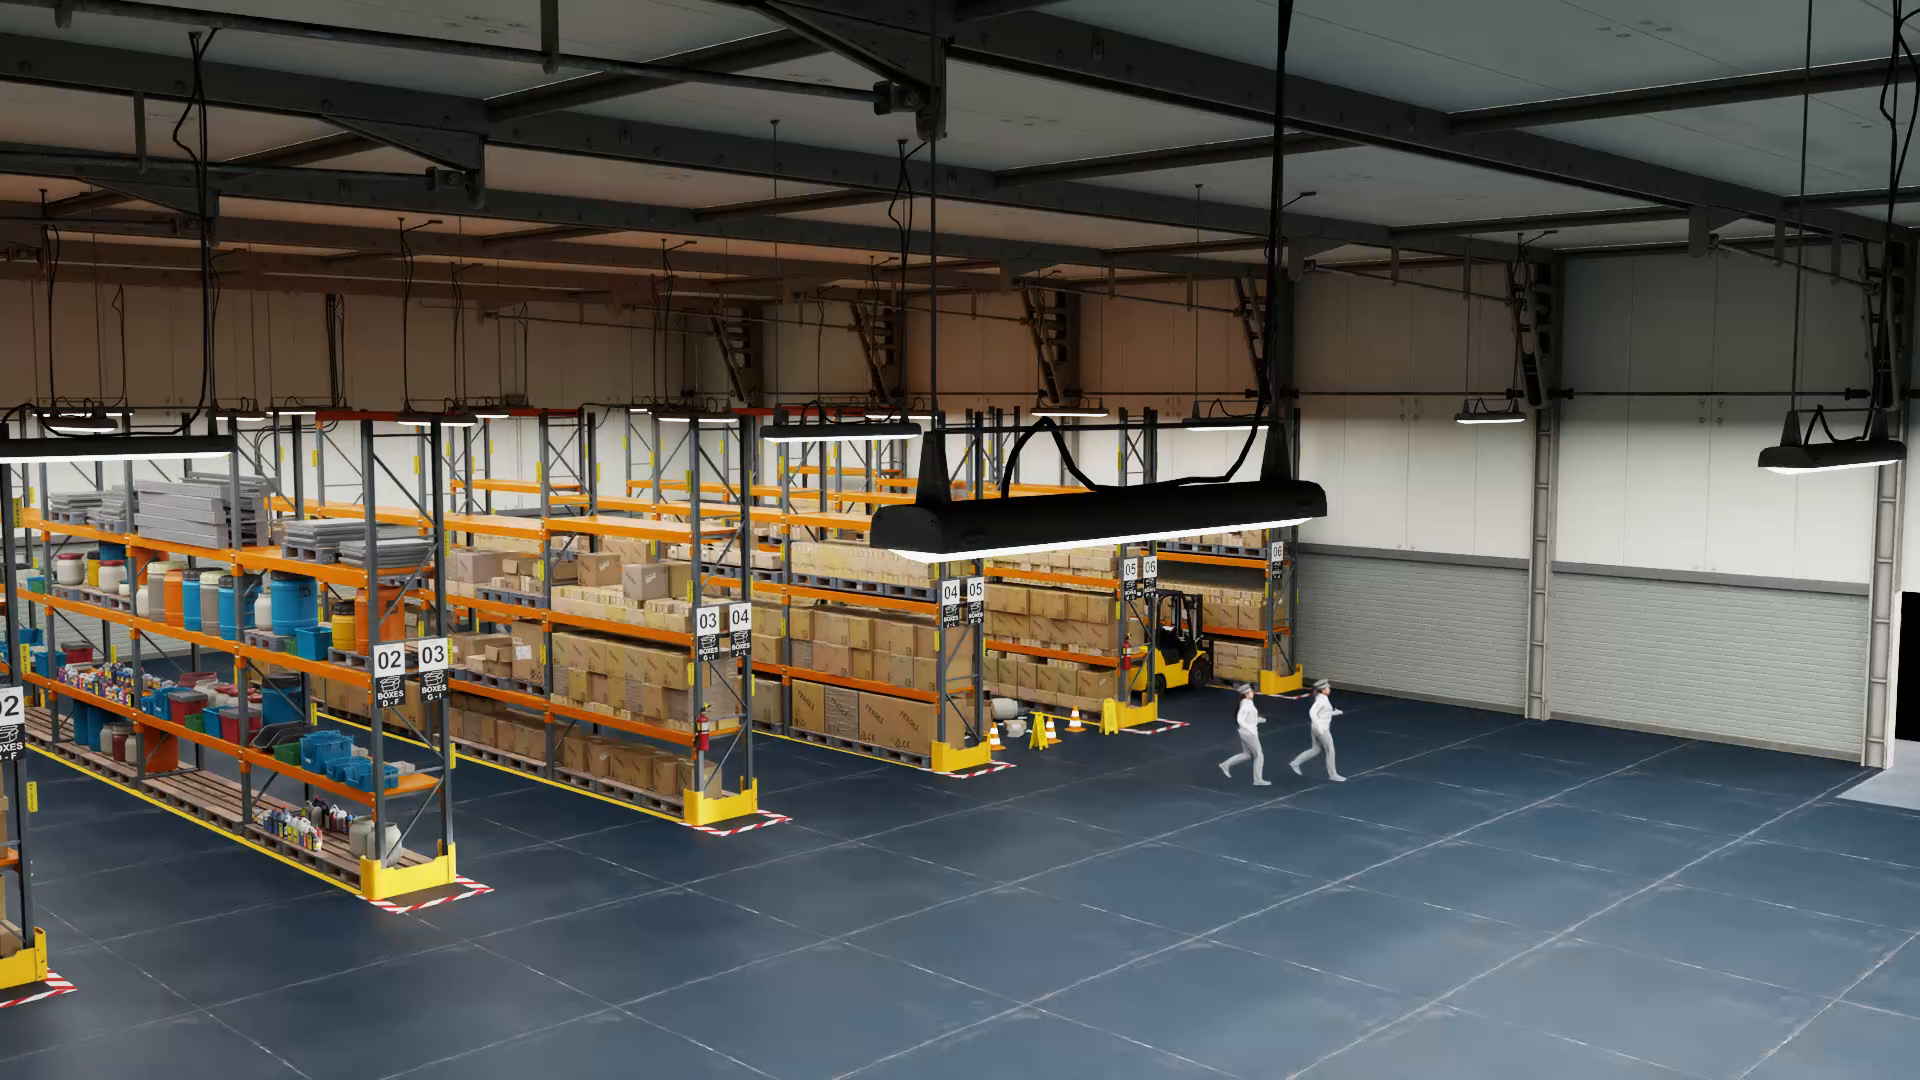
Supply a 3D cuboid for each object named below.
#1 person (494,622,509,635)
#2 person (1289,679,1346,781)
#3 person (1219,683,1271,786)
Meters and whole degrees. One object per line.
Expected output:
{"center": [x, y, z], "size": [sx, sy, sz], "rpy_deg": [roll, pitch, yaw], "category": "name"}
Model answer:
{"center": [-11.423, 1.803, 41.293], "size": [0.645, 1.760, 0.640], "rpy_deg": [-5, 7, -44], "category": "person"}
{"center": [5.840, 3.079, 26.985], "size": [0.882, 1.672, 0.612], "rpy_deg": [0, 5, 2], "category": "person"}
{"center": [4.603, 3.124, 26.769], "size": [0.832, 1.665, 0.626], "rpy_deg": [0, 5, 3], "category": "person"}
